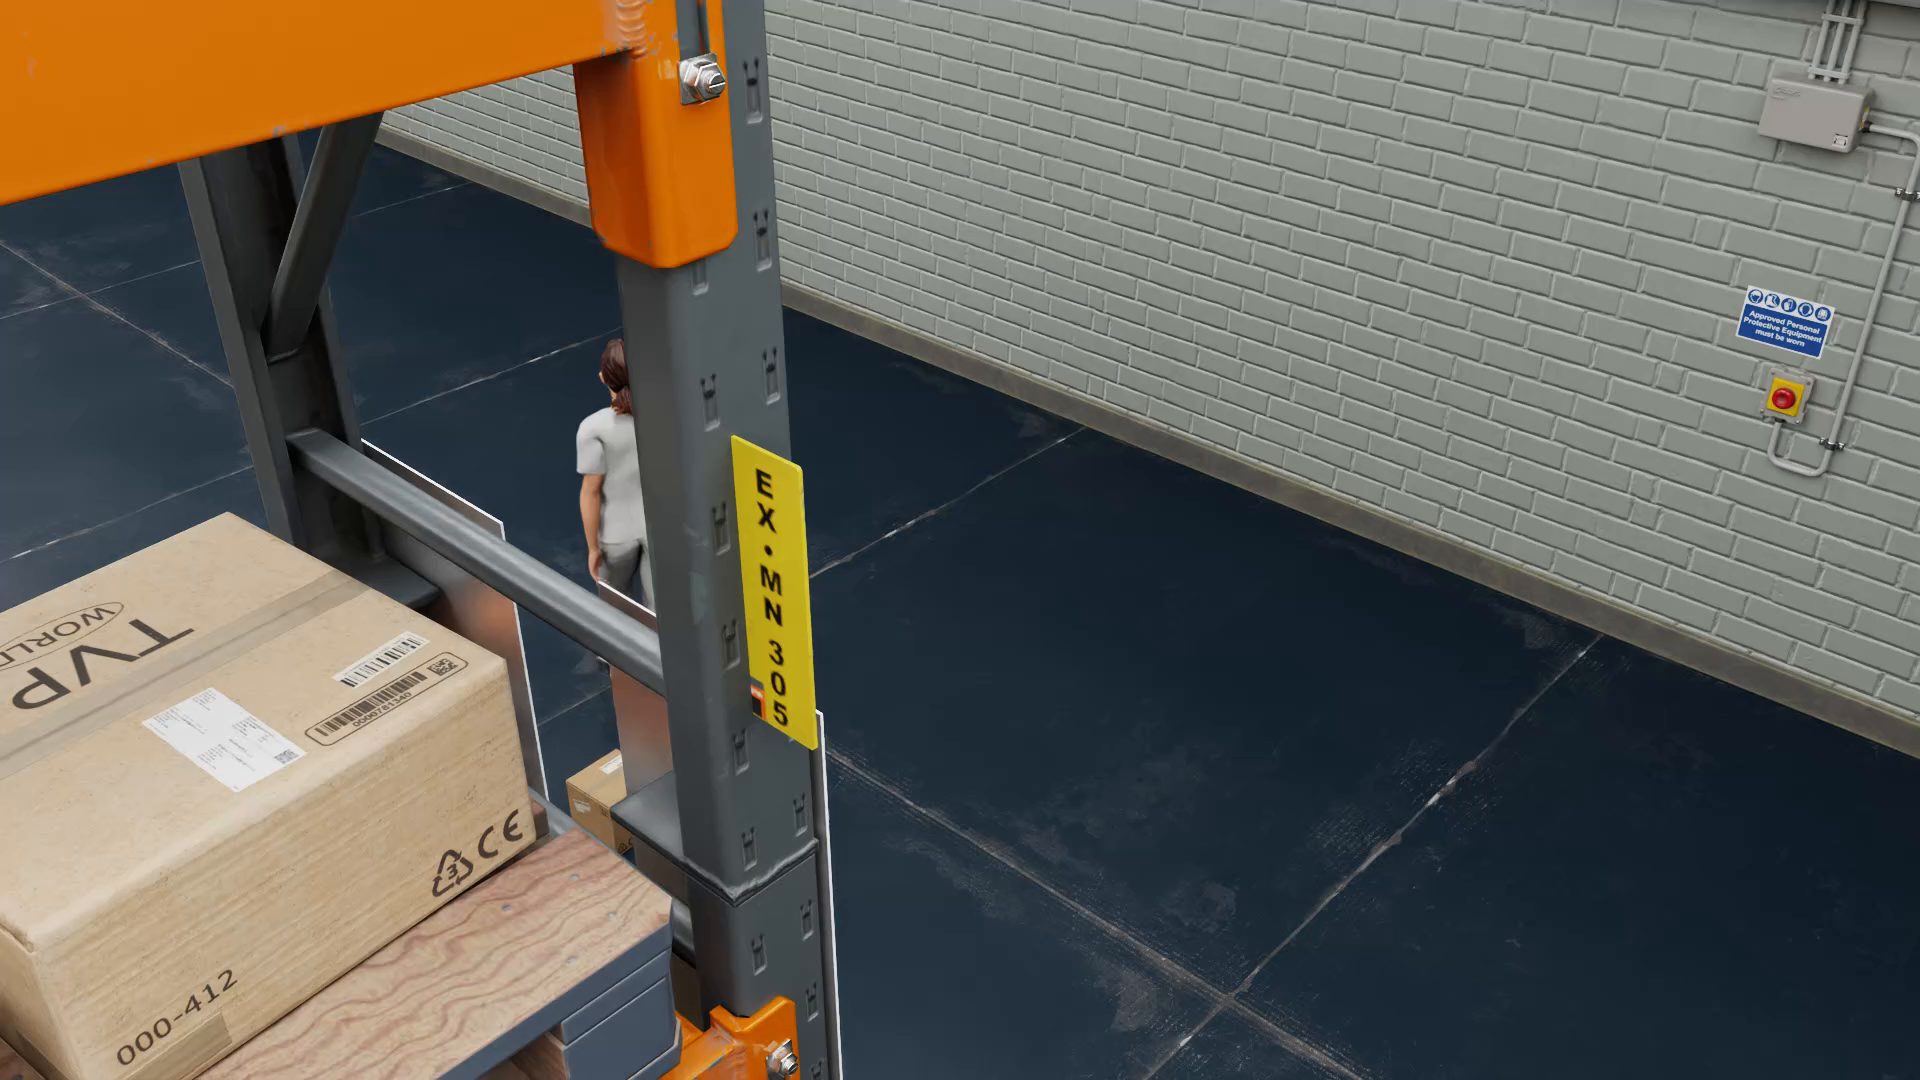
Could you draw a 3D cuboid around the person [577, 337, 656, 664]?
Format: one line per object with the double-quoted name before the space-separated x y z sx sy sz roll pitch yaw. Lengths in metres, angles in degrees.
"person" -1.292 -0.044 6.709 0.454 1.647 0.844 -9 33 -14
